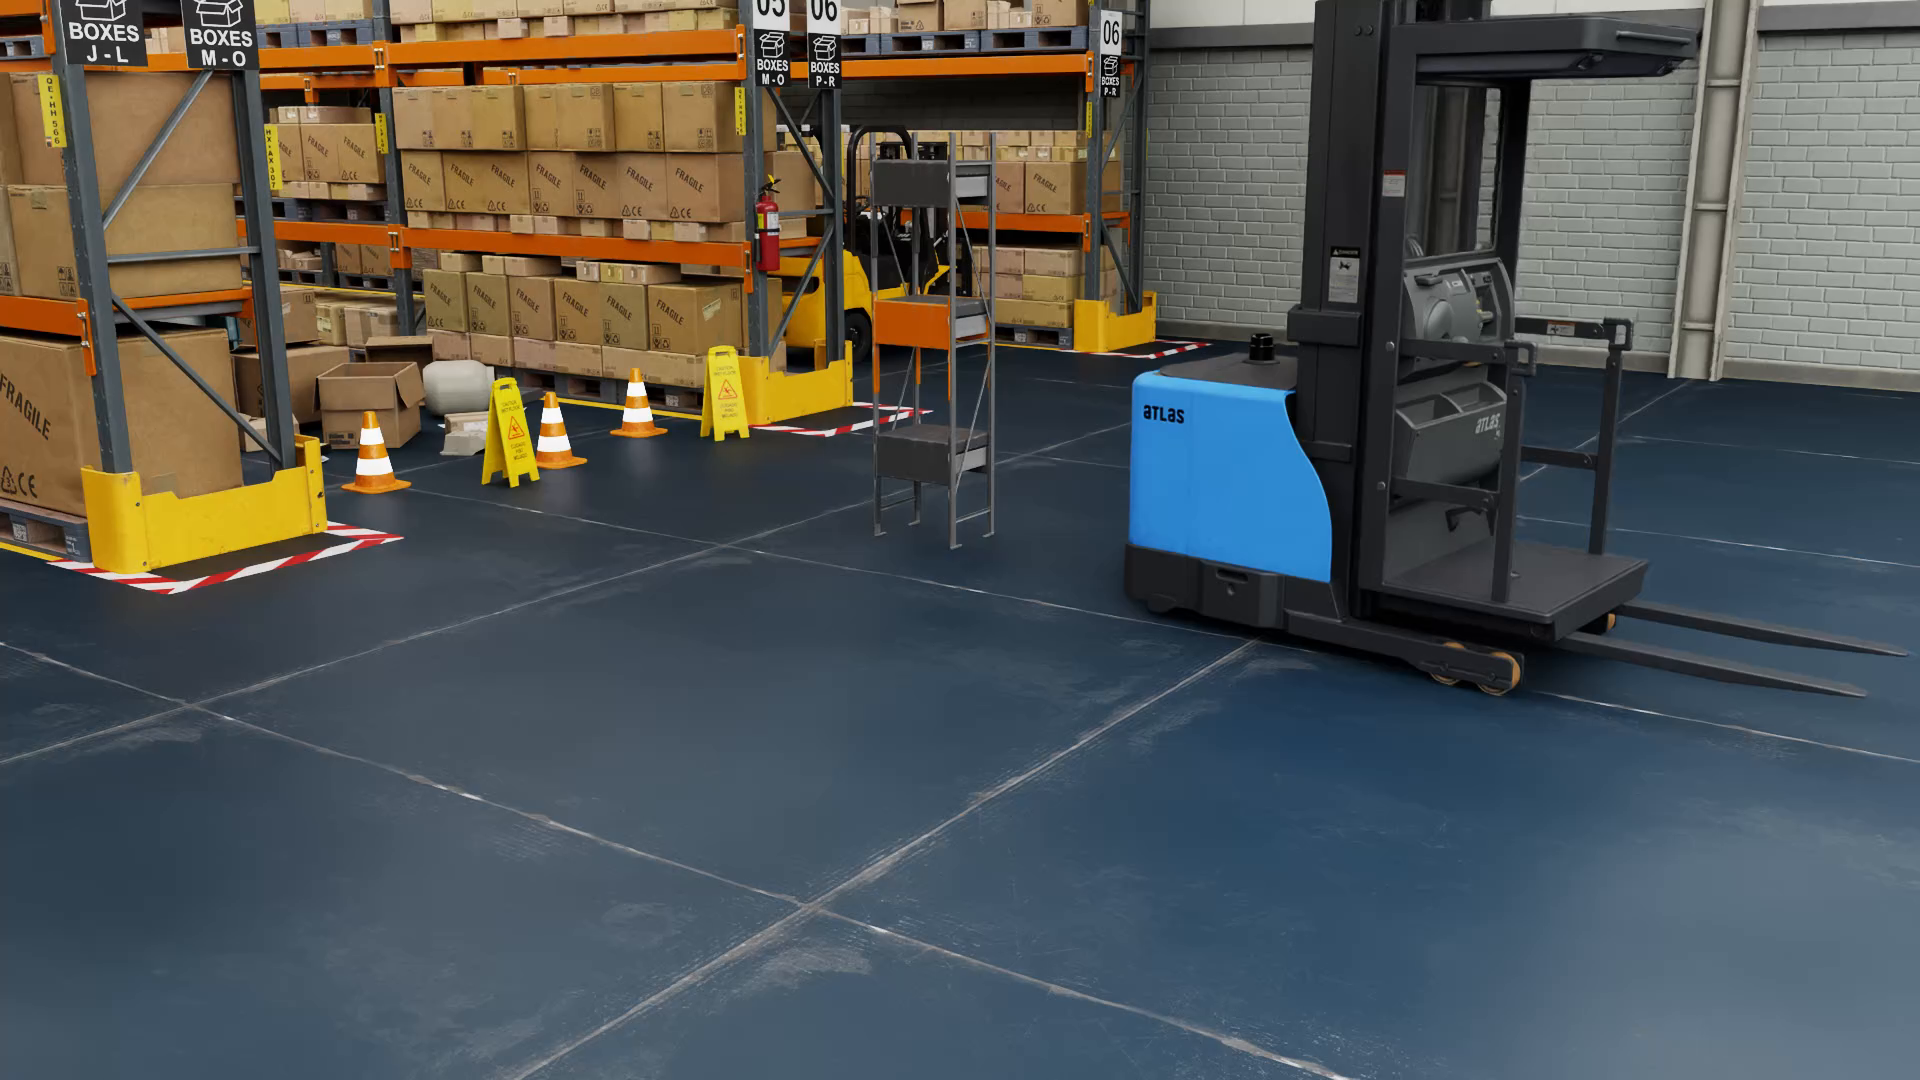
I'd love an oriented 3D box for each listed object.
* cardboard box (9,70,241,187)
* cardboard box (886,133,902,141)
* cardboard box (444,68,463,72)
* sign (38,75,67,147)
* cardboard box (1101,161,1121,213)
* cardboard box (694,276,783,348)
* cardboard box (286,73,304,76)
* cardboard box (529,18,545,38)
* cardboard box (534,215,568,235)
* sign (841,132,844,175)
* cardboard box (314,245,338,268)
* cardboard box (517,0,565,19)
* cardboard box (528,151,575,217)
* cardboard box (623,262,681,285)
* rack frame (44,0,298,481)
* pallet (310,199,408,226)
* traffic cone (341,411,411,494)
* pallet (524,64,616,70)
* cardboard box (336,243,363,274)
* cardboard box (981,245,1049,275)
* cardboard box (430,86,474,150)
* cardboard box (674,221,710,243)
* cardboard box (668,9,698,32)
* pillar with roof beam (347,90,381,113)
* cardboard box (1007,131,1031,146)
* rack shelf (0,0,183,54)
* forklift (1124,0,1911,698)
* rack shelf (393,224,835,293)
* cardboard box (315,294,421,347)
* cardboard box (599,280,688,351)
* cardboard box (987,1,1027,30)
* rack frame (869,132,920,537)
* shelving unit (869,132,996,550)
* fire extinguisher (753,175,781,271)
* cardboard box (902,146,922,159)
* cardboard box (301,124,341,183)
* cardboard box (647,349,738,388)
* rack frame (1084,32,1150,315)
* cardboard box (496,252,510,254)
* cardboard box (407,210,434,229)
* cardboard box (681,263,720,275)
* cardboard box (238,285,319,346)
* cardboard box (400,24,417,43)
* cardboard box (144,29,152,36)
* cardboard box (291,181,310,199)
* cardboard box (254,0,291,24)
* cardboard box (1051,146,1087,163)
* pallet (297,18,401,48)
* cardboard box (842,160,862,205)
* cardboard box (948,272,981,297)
[{"bbox_3d":[-4.191,-2.078,8.417,0.550,0.550,0.875,9,17,33],"label":"cardboard box"},{"bbox_3d":[-0.566,-4.200,17.370,0.250,0.149,0.380,9,17,33],"label":"cardboard box"},{"bbox_3d":[-6.076,-5.958,20.720,0.500,0.250,0.500,9,17,33],"label":"cardboard box"},{"bbox_3d":[-4.219,-1.995,7.736,0.005,0.325,0.100,9,17,33],"label":"sign"},{"bbox_3d":[1.285,-3.585,16.855,0.500,0.500,0.500,10,17,35],"label":"cardboard box"},{"bbox_3d":[-1.761,-1.824,13.237,0.500,0.500,0.500,9,16,31],"label":"cardboard box"},{"bbox_3d":[-8.879,-6.347,22.502,0.250,0.149,0.380,9,17,32],"label":"cardboard box"},{"bbox_3d":[-3.142,-3.997,13.007,0.250,0.149,0.380,9,17,33],"label":"cardboard box"},{"bbox_3d":[-3.182,-2.531,13.328,0.250,0.149,0.380,9,17,33],"label":"cardboard box"},{"bbox_3d":[-0.923,-2.953,12.708,0.005,0.325,0.100,9,17,33],"label":"sign"},{"bbox_3d":[-8.832,-4.058,23.697,0.500,0.311,0.500,10,17,35],"label":"cardboard box"},{"bbox_3d":[-3.071,-4.171,12.879,0.500,0.250,0.500,9,17,33],"label":"cardboard box"},{"bbox_3d":[-3.066,-2.843,13.238,0.500,0.500,0.500,9,17,33],"label":"cardboard box"},{"bbox_3d":[-2.378,-2.064,12.855,0.250,0.149,0.380,10,17,34],"label":"cardboard box"},{"bbox_3d":[-3.905,-1.424,8.333,0.127,3.000,1.000,9,17,33],"label":"rack frame"},{"bbox_3d":[-5.098,-2.999,15.096,1.213,0.211,1.003,9,17,33],"label":"pallet"},{"bbox_3d":[-3.553,-0.547,10.069,0.334,0.463,0.336,9,17,33],"label":"traffic cone"},{"bbox_3d":[-4.484,-5.779,20.075,1.003,0.211,1.213,10,17,35],"label":"pallet"},{"bbox_3d":[-8.140,-3.905,22.682,0.500,0.500,0.500,10,17,35],"label":"cardboard box"},{"bbox_3d":[0.558,-2.836,16.805,0.500,0.250,0.500,10,17,34],"label":"cardboard box"},{"bbox_3d":[-3.889,-3.464,13.666,0.500,0.500,0.700,9,17,33],"label":"cardboard box"},{"bbox_3d":[-1.928,-2.322,12.483,0.250,0.149,0.380,9,16,32],"label":"cardboard box"},{"bbox_3d":[-1.903,-3.777,12.121,0.250,0.149,0.380,9,17,33],"label":"cardboard box"},{"bbox_3d":[-10.893,-7.351,19.791,0.400,9.000,9.100,9,17,33],"label":"pillar with roof beam"},{"bbox_3d":[0.672,-3.985,16.502,0.250,0.149,0.380,10,17,34],"label":"cardboard box"},{"bbox_3d":[-5.564,-2.799,9.142,4.000,0.370,1.077,9,17,33],"label":"rack shelf"},{"bbox_3d":[2.188,-0.967,6.628,3.031,2.935,1.130,12,18,39],"label":"forklift"},{"bbox_3d":[-2.885,-2.343,13.545,4.000,0.370,1.077,9,17,33],"label":"rack shelf"},{"bbox_3d":[-5.580,-2.055,15.476,0.625,0.372,0.950,10,17,36],"label":"cardboard box"},{"bbox_3d":[-2.471,-1.782,13.068,0.500,0.500,0.500,10,17,35],"label":"cardboard box"},{"bbox_3d":[0.474,-5.142,16.310,0.258,0.266,0.396,9,17,33],"label":"cardboard box"},{"bbox_3d":[-0.340,-1.074,8.793,0.015,2.100,0.400,9,17,33],"label":"rack frame"},{"bbox_3d":[-0.137,-1.041,8.661,0.503,2.100,0.431,9,17,33],"label":"shelving unit"},{"bbox_3d":[-1.388,-2.280,11.951,0.183,0.674,0.296,9,17,33],"label":"fire extinguisher"},{"bbox_3d":[-0.388,-4.008,17.213,0.250,0.149,0.380,9,16,32],"label":"cardboard box"},{"bbox_3d":[-5.468,-3.440,14.776,0.500,0.500,0.500,9,17,33],"label":"cardboard box"},{"bbox_3d":[-2.067,-1.352,12.889,0.500,0.250,0.500,9,17,33],"label":"cardboard box"},{"bbox_3d":[1.541,-3.415,16.375,0.127,3.000,1.000,9,17,33],"label":"rack frame"},{"bbox_3d":[-5.568,-3.492,21.015,0.500,0.500,0.500,10,17,34],"label":"cardboard box"},{"bbox_3d":[-4.463,-2.733,14.143,0.250,0.149,0.380,9,17,33],"label":"cardboard box"},{"bbox_3d":[-2.857,-3.176,19.477,0.625,0.625,0.875,9,17,32],"label":"cardboard box"},{"bbox_3d":[-5.513,-1.756,13.301,0.500,0.500,0.500,9,17,33],"label":"cardboard box"},{"bbox_3d":[-4.422,-4.203,13.841,0.250,0.149,0.380,9,16,32],"label":"cardboard box"},{"bbox_3d":[-8.261,-5.228,16.368,0.637,0.503,0.797,8,16,29],"label":"cardboard box"},{"bbox_3d":[-5.782,-3.156,14.981,0.250,0.149,0.380,9,17,33],"label":"cardboard box"},{"bbox_3d":[-5.950,-4.735,14.904,0.500,0.250,0.500,9,17,34],"label":"cardboard box"},{"bbox_3d":[1.097,-3.769,16.247,0.250,0.149,0.380,9,17,34],"label":"cardboard box"},{"bbox_3d":[-4.998,-4.430,14.624,1.003,0.211,1.213,9,17,33],"label":"pallet"},{"bbox_3d":[-1.114,-3.821,17.810,0.500,0.500,0.500,10,17,34],"label":"cardboard box"},{"bbox_3d":[0.113,-2.664,17.150,0.500,0.250,0.500,9,16,32],"label":"cardboard box"}]
